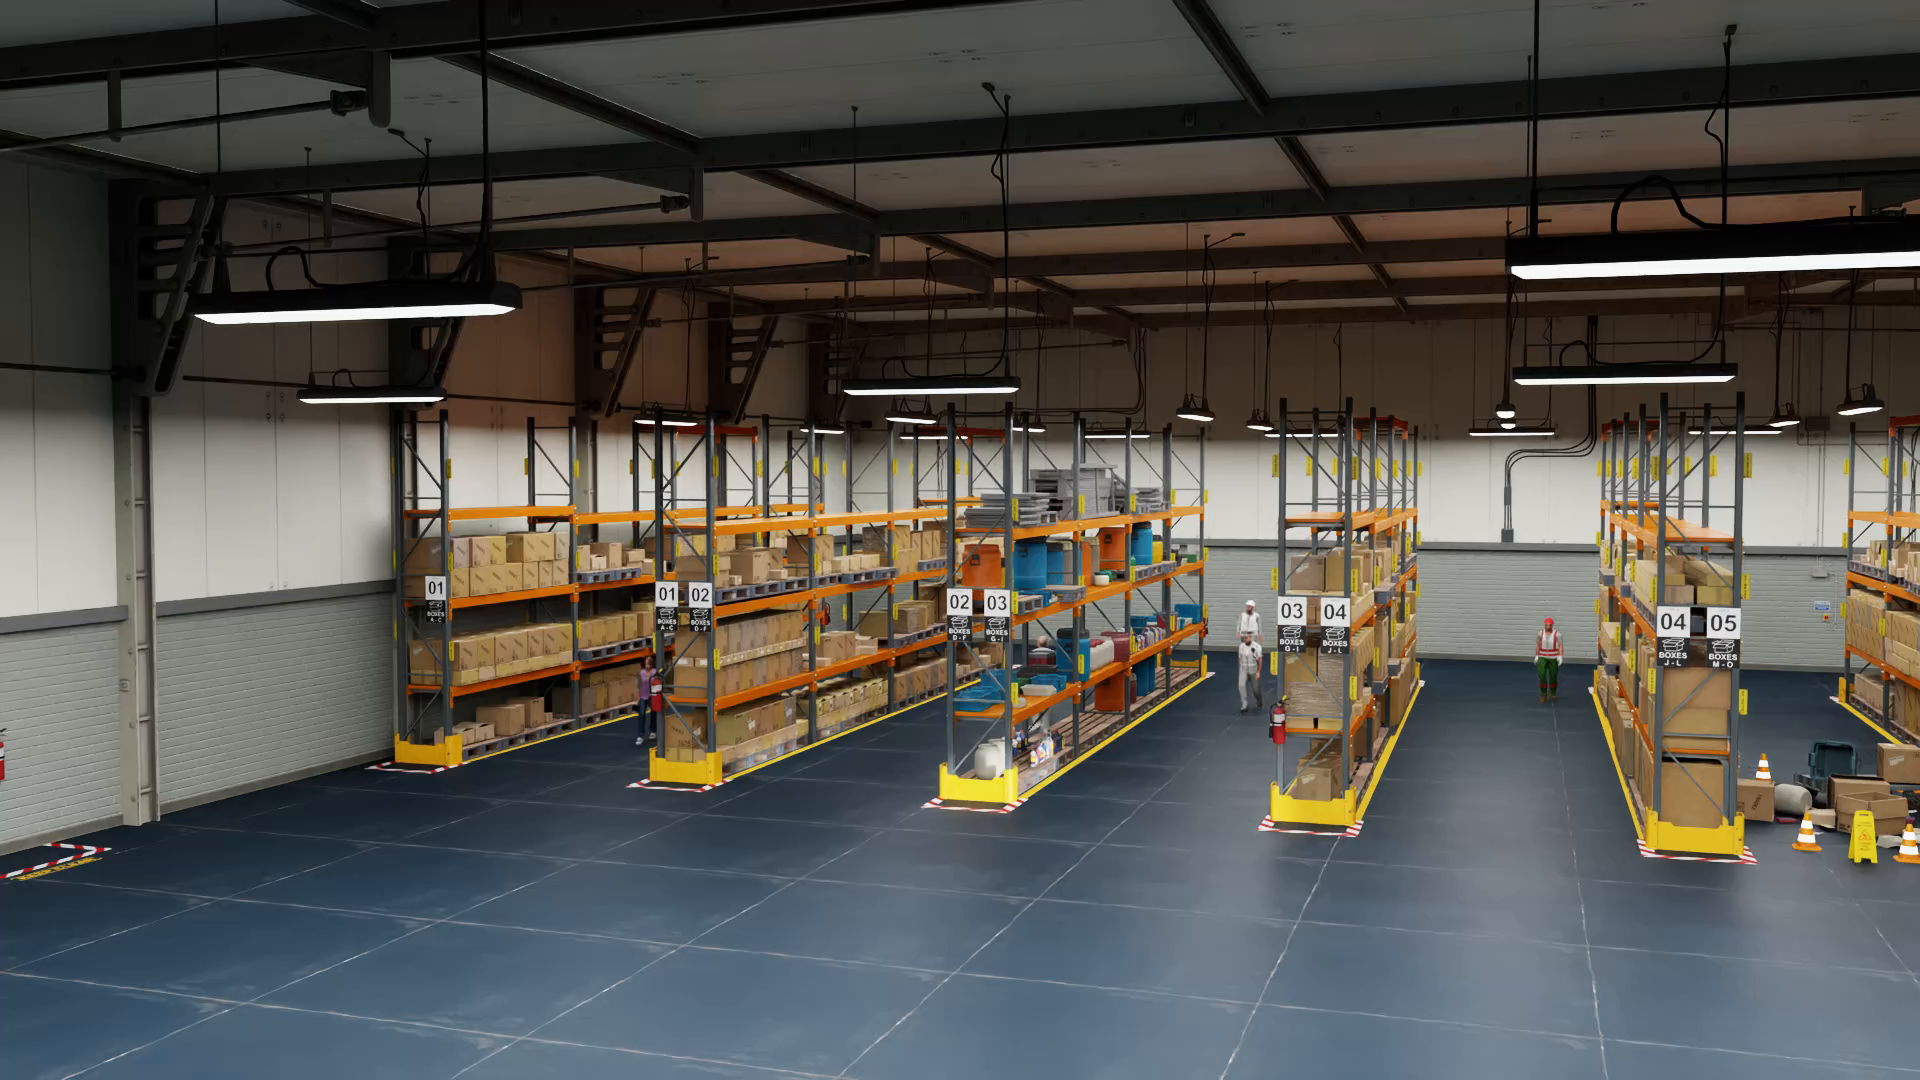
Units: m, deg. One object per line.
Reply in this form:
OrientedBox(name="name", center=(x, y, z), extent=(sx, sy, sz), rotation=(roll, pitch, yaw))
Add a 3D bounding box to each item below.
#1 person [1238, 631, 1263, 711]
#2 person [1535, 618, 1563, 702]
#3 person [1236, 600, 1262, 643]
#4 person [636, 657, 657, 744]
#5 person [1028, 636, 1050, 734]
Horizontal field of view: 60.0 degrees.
OrientedBox(name="person", center=(6.011, 2.700, 34.512), extent=(0.527, 1.633, 1.025), rotation=(1, 3, 24))
OrientedBox(name="person", center=(12.702, 2.583, 35.882), extent=(0.623, 1.825, 0.596), rotation=(2, 3, 32))
OrientedBox(name="person", center=(7.197, 2.364, 41.418), extent=(0.620, 1.717, 1.084), rotation=(1, 3, 16))
OrientedBox(name="person", center=(-5.696, 2.902, 30.349), extent=(0.439, 1.545, 0.920), rotation=(0, 2, -10))
OrientedBox(name="person", center=(1.502, 2.648, 30.249), extent=(0.615, 1.793, 0.590), rotation=(-1, 3, -15))
